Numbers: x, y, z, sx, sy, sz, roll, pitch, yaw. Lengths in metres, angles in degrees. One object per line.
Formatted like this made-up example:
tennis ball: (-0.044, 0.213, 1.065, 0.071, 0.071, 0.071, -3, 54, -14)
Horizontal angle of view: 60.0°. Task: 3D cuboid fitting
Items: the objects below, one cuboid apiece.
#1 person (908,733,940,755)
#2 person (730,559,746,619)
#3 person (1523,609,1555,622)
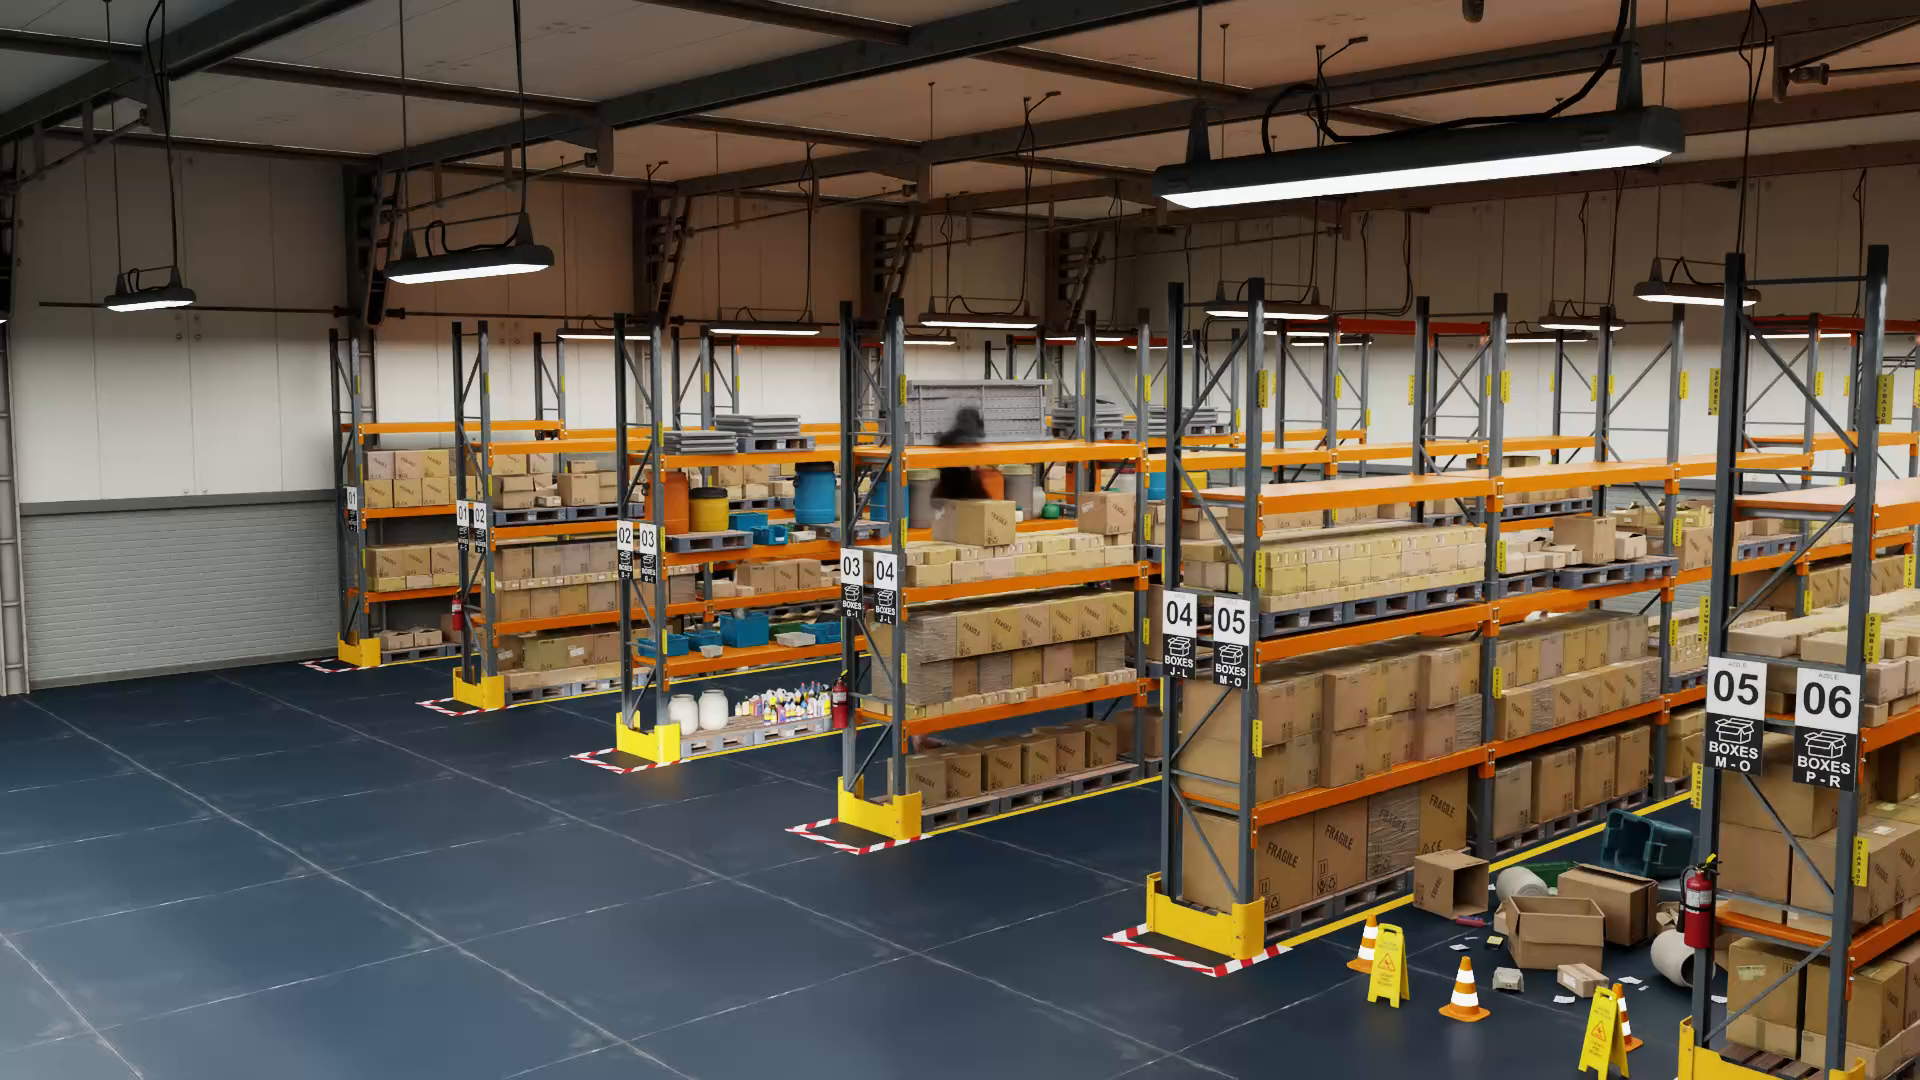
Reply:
person: (-0.440, 2.266, 21.365, 0.582, 1.616, 0.670, 4, 7, 38)
person: (-4.244, 1.133, 32.068, 0.674, 1.721, 0.569, 5, 7, 41)
person: (8.899, 1.771, 25.493, 0.696, 1.786, 0.940, 5, 7, 41)
